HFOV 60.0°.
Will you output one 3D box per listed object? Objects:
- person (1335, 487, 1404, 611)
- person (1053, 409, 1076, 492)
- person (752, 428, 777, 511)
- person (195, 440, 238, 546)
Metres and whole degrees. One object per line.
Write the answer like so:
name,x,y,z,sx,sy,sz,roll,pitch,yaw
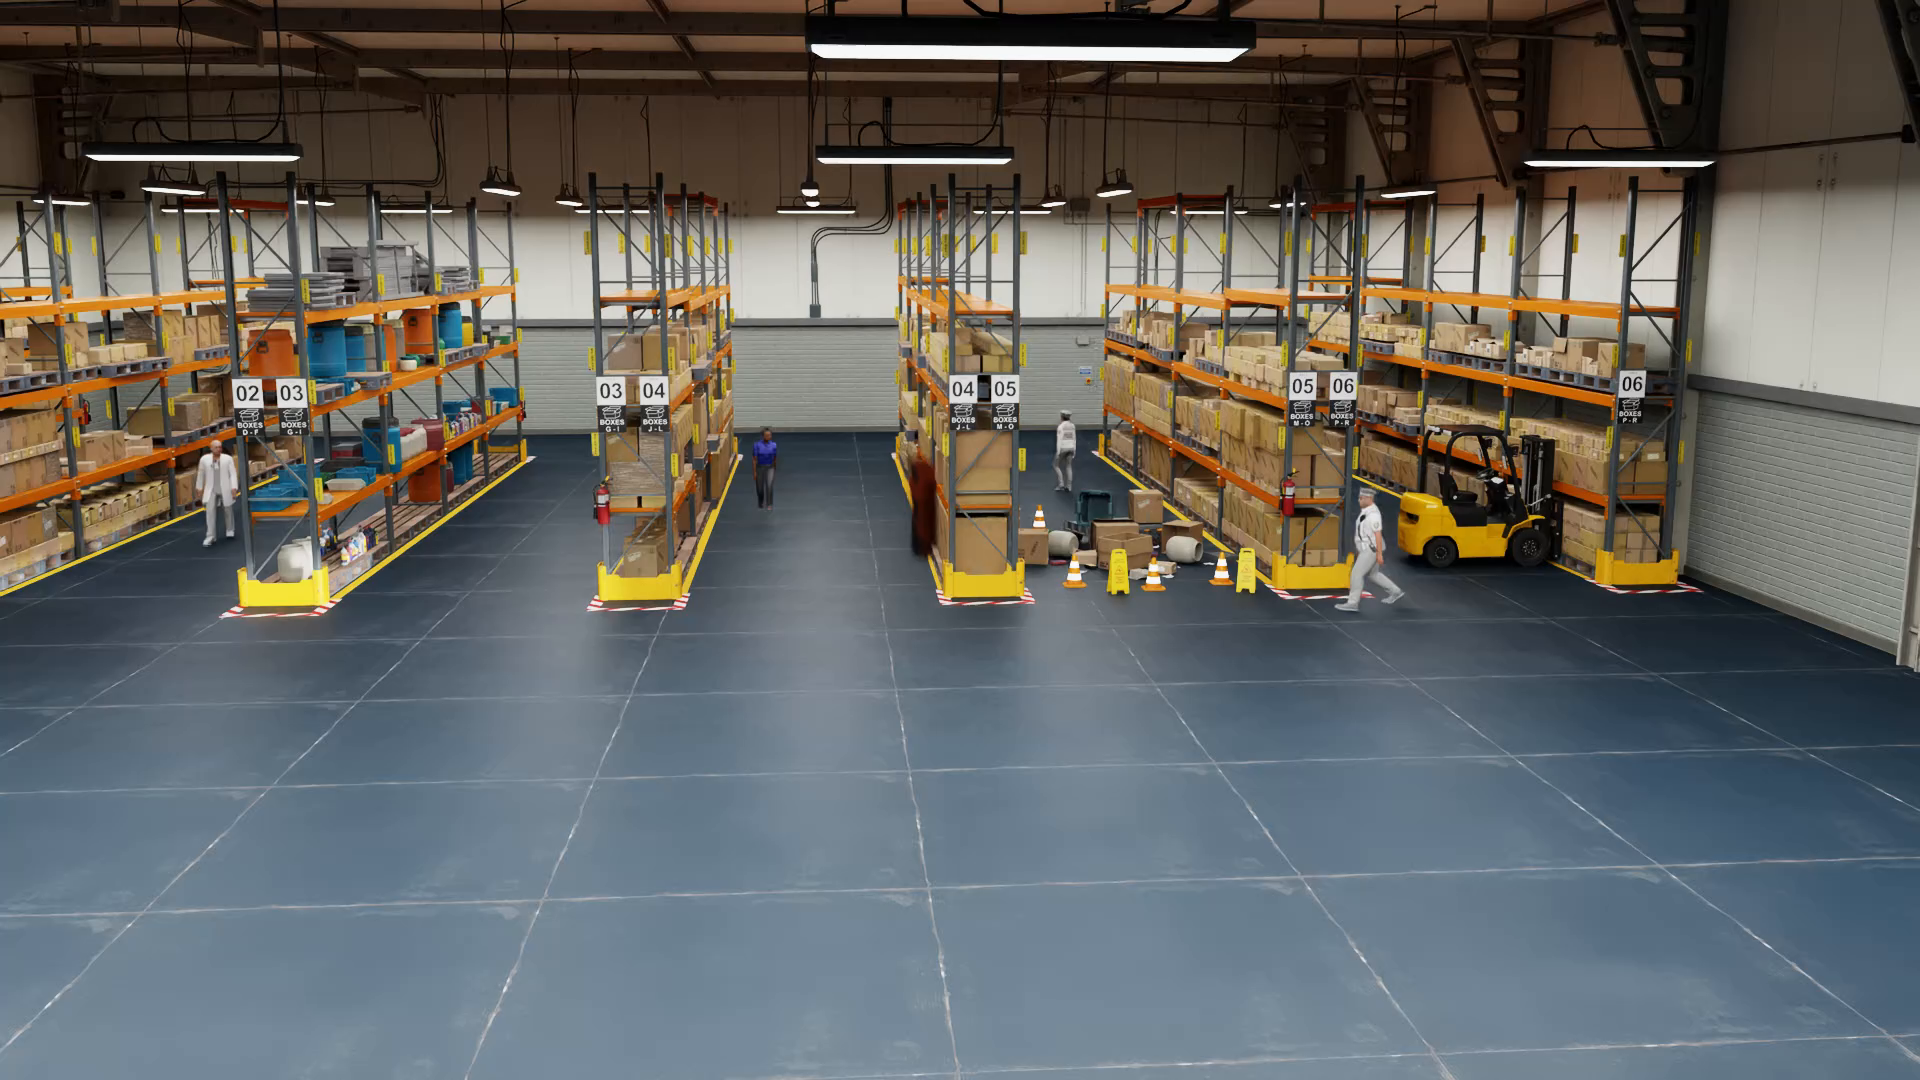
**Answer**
person,5.703,0.127,23.002,1.019,1.709,0.540,-1,10,-3
person,2.171,-1.837,34.350,0.519,1.700,0.373,-7,12,-36
person,-3.547,-1.293,30.250,0.447,1.533,1.045,-1,10,-5
person,-12.691,-0.844,28.363,0.710,1.729,1.099,-2,10,-14
